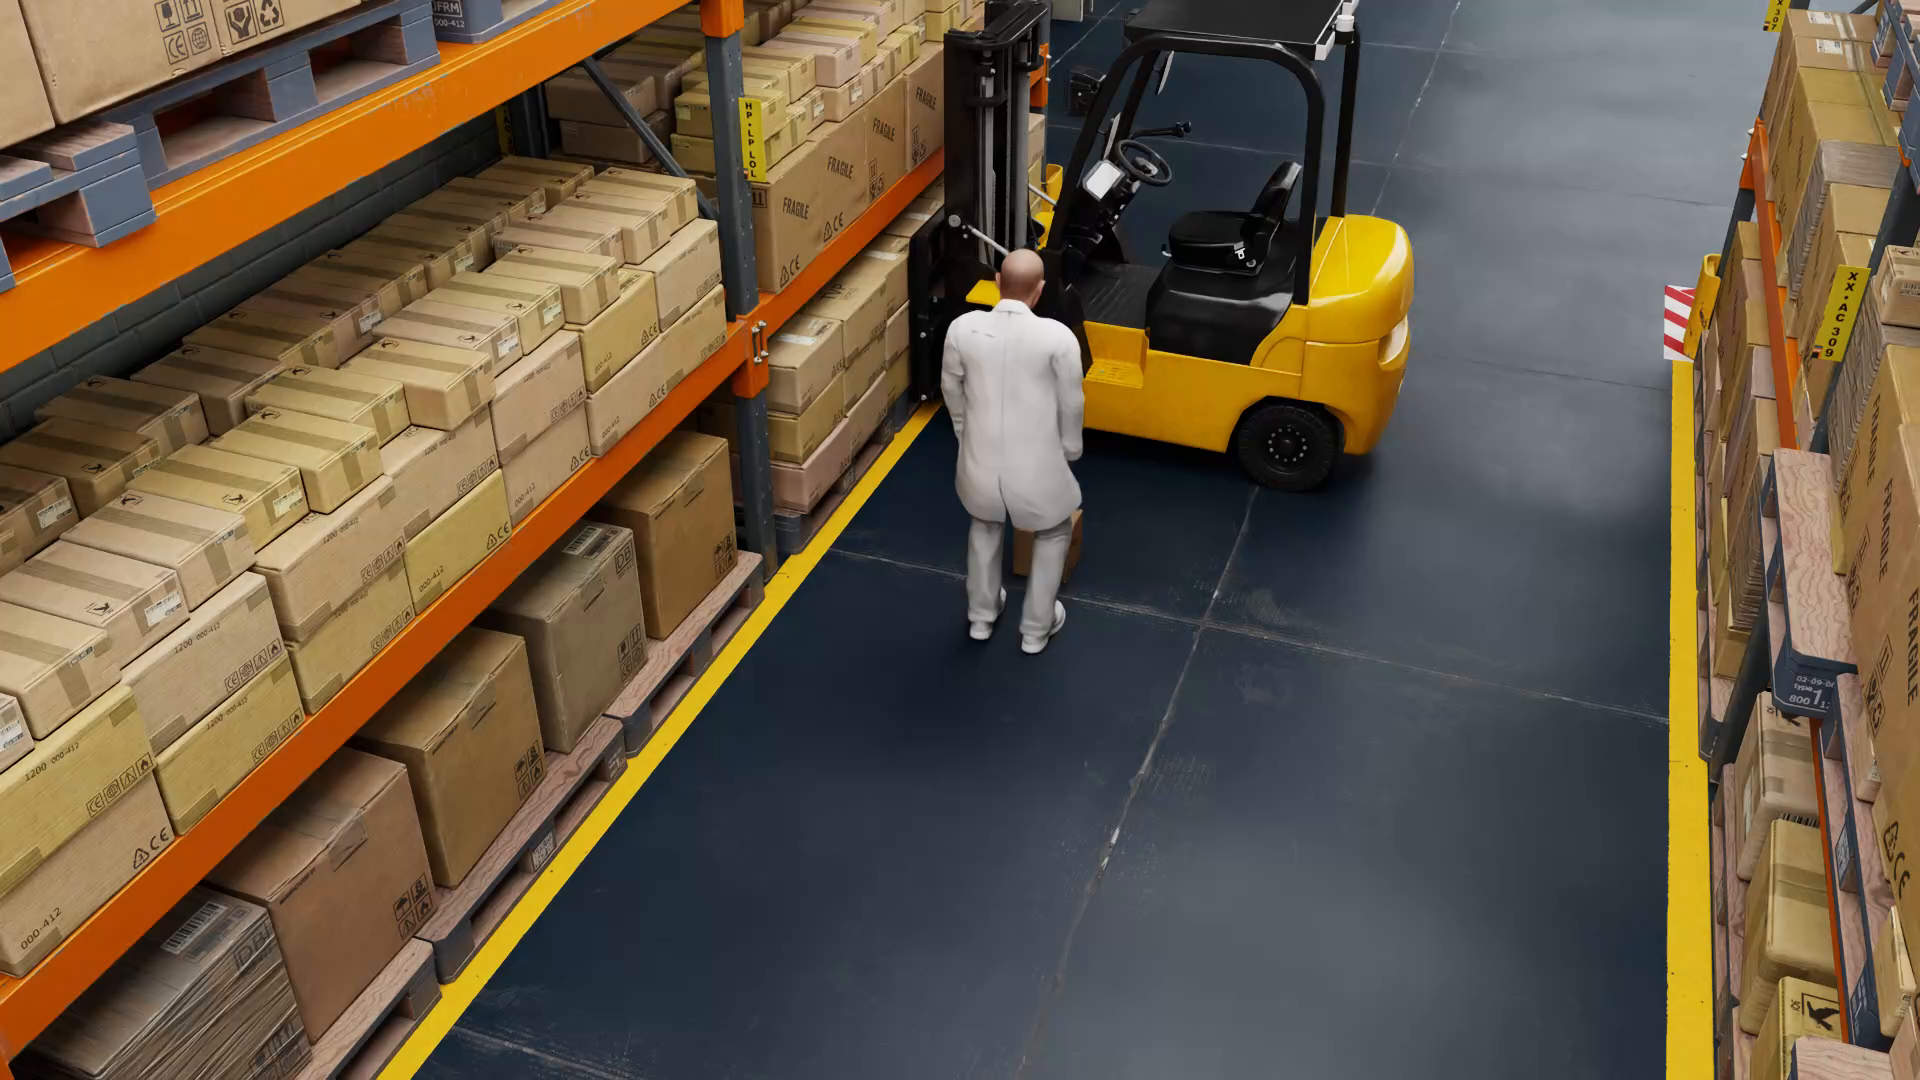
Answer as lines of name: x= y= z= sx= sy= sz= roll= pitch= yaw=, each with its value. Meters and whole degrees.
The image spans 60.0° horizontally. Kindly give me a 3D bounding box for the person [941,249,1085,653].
person: x=0.207 y=-0.338 z=6.766 sx=0.599 sy=1.693 sz=0.459 roll=12 pitch=35 yaw=18
